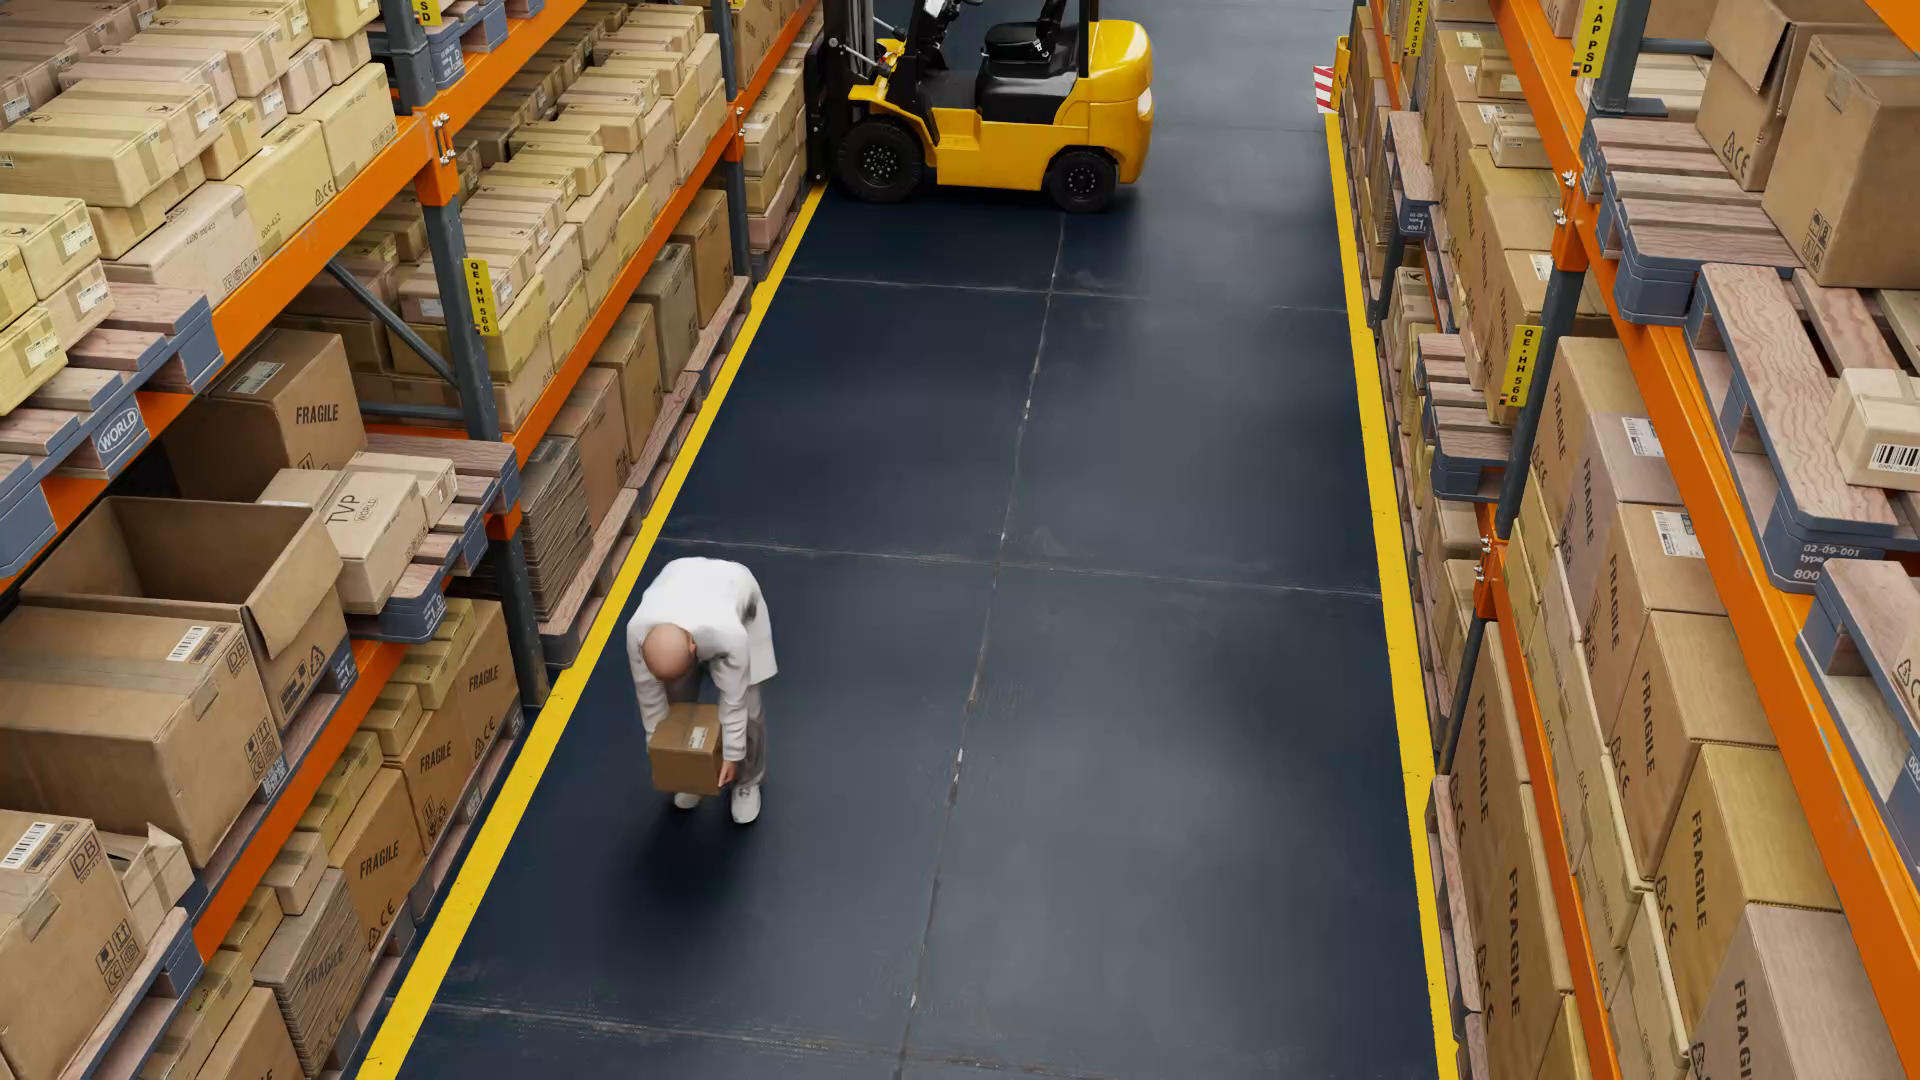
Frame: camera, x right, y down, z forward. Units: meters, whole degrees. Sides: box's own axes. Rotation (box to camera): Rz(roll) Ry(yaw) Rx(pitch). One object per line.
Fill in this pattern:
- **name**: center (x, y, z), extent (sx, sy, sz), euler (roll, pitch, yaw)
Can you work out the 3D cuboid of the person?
- **person**: center (-1.030, 0.643, 6.563), extent (0.550, 1.310, 0.913), euler (4, 36, 6)
